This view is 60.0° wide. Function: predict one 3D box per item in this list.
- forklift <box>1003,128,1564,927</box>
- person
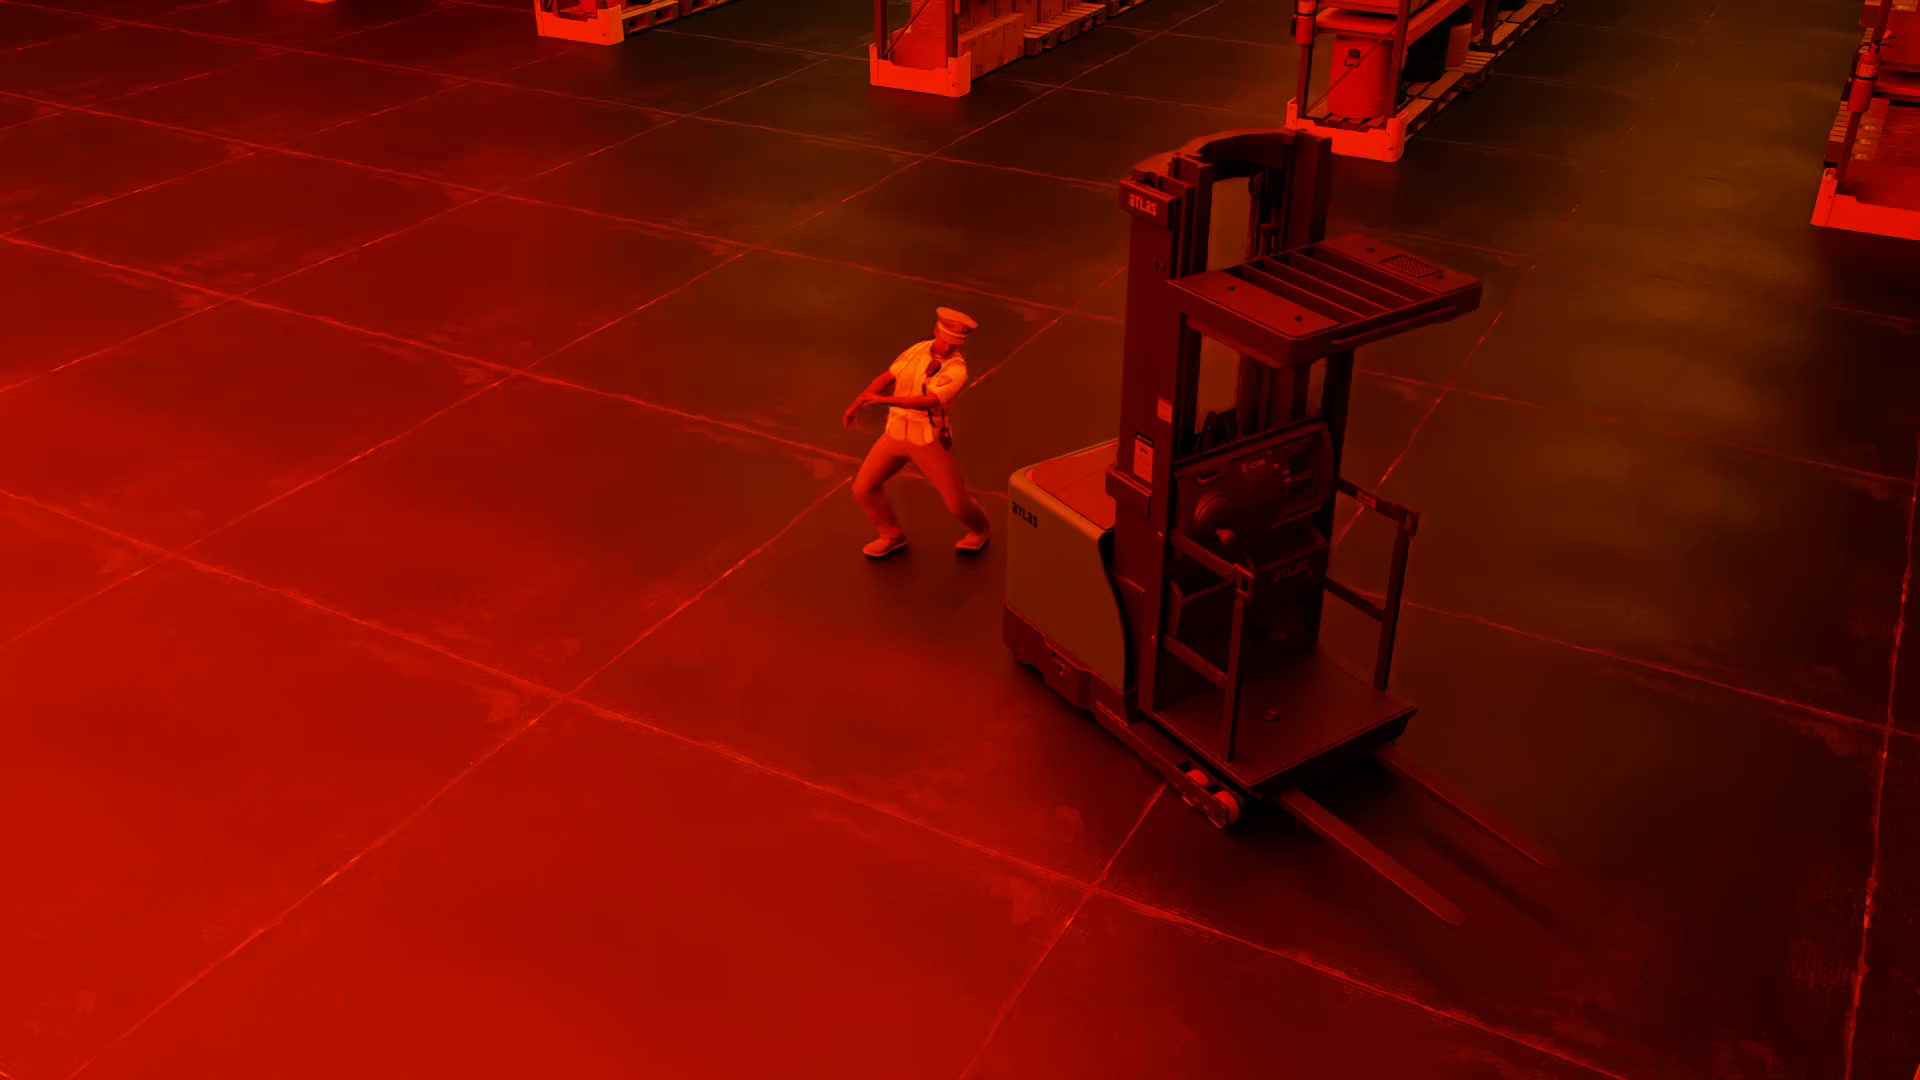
[{"bbox_3d":[1.471,-0.212,7.437,1.130,2.935,3.031,-19,35,-29],"label":"forklift"},{"bbox_3d":[-0.320,-0.577,9.453,0.789,1.524,0.830,16,34,26],"label":"person"}]
